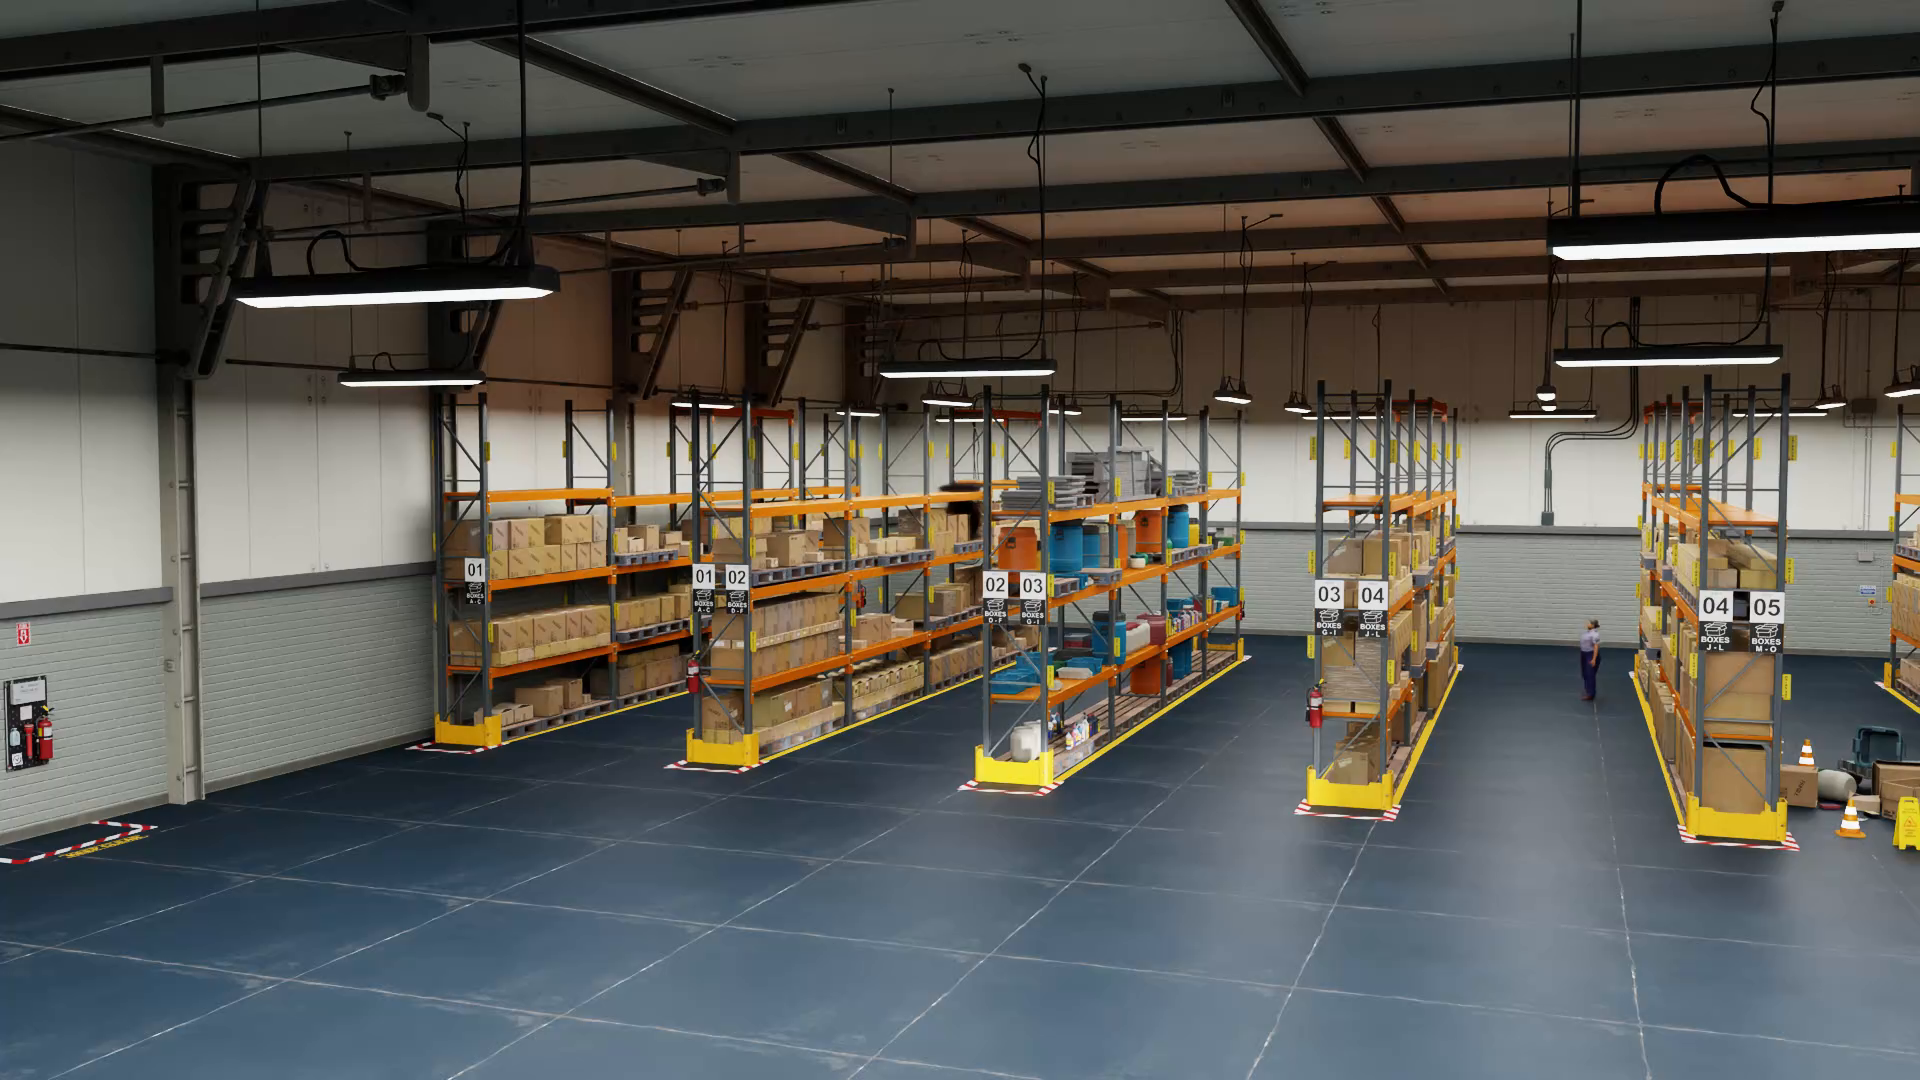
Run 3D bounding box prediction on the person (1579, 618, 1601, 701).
[{"bbox_3d":[12.690,2.403,33.595,0.542,1.650,0.492,-1,3,-18],"label":"person"}]
